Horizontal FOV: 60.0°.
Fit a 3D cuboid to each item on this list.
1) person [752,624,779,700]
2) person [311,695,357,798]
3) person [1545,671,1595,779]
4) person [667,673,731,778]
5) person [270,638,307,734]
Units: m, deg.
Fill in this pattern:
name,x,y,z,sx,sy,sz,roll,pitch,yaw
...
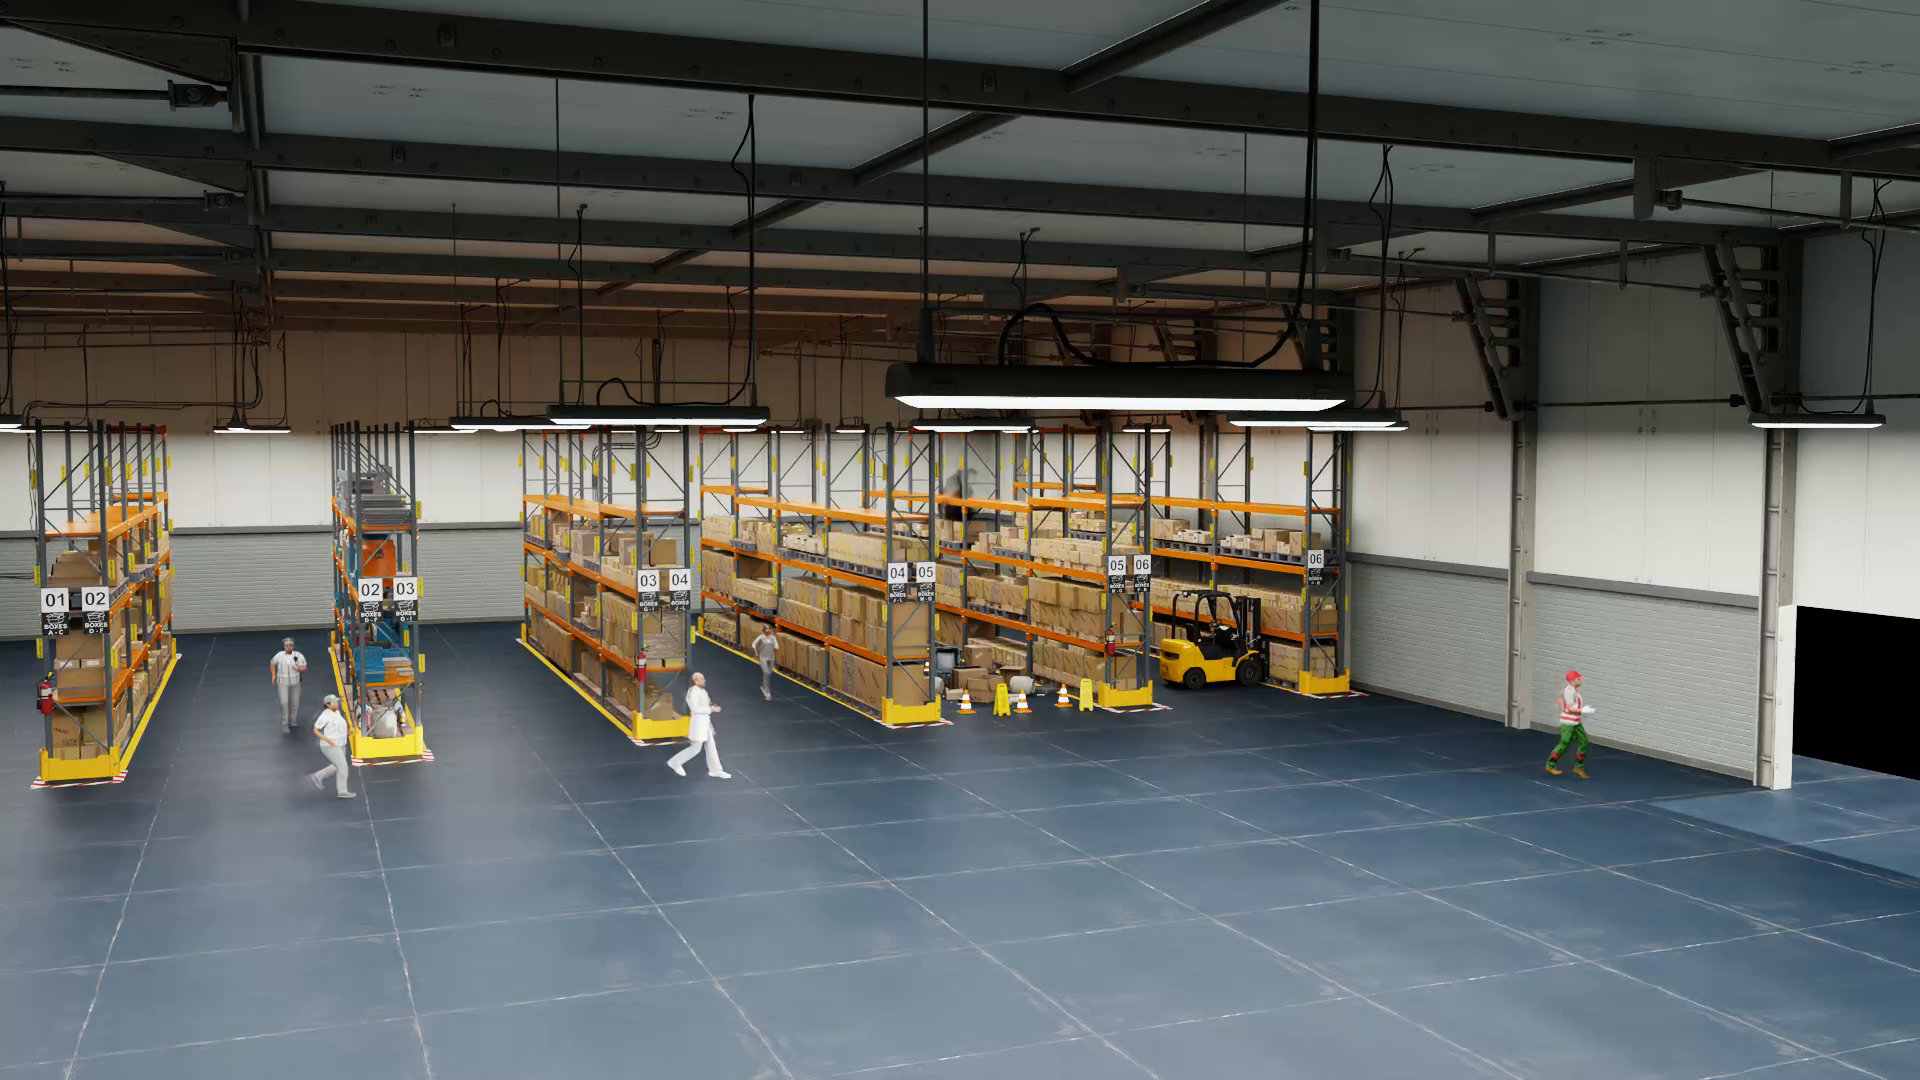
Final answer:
name,x,y,z,sx,sy,sz,roll,pitch,yaw
person,-4.228,2.638,36.328,0.518,1.627,0.785,-2,4,-30
person,-9.921,3.259,26.325,0.748,1.632,0.620,0,4,5
person,10.198,3.095,27.778,0.788,1.836,0.637,2,4,31
person,-4.339,3.087,27.614,1.049,1.781,0.701,0,4,3
person,-13.041,2.811,32.336,0.640,1.839,0.808,-2,4,-27
